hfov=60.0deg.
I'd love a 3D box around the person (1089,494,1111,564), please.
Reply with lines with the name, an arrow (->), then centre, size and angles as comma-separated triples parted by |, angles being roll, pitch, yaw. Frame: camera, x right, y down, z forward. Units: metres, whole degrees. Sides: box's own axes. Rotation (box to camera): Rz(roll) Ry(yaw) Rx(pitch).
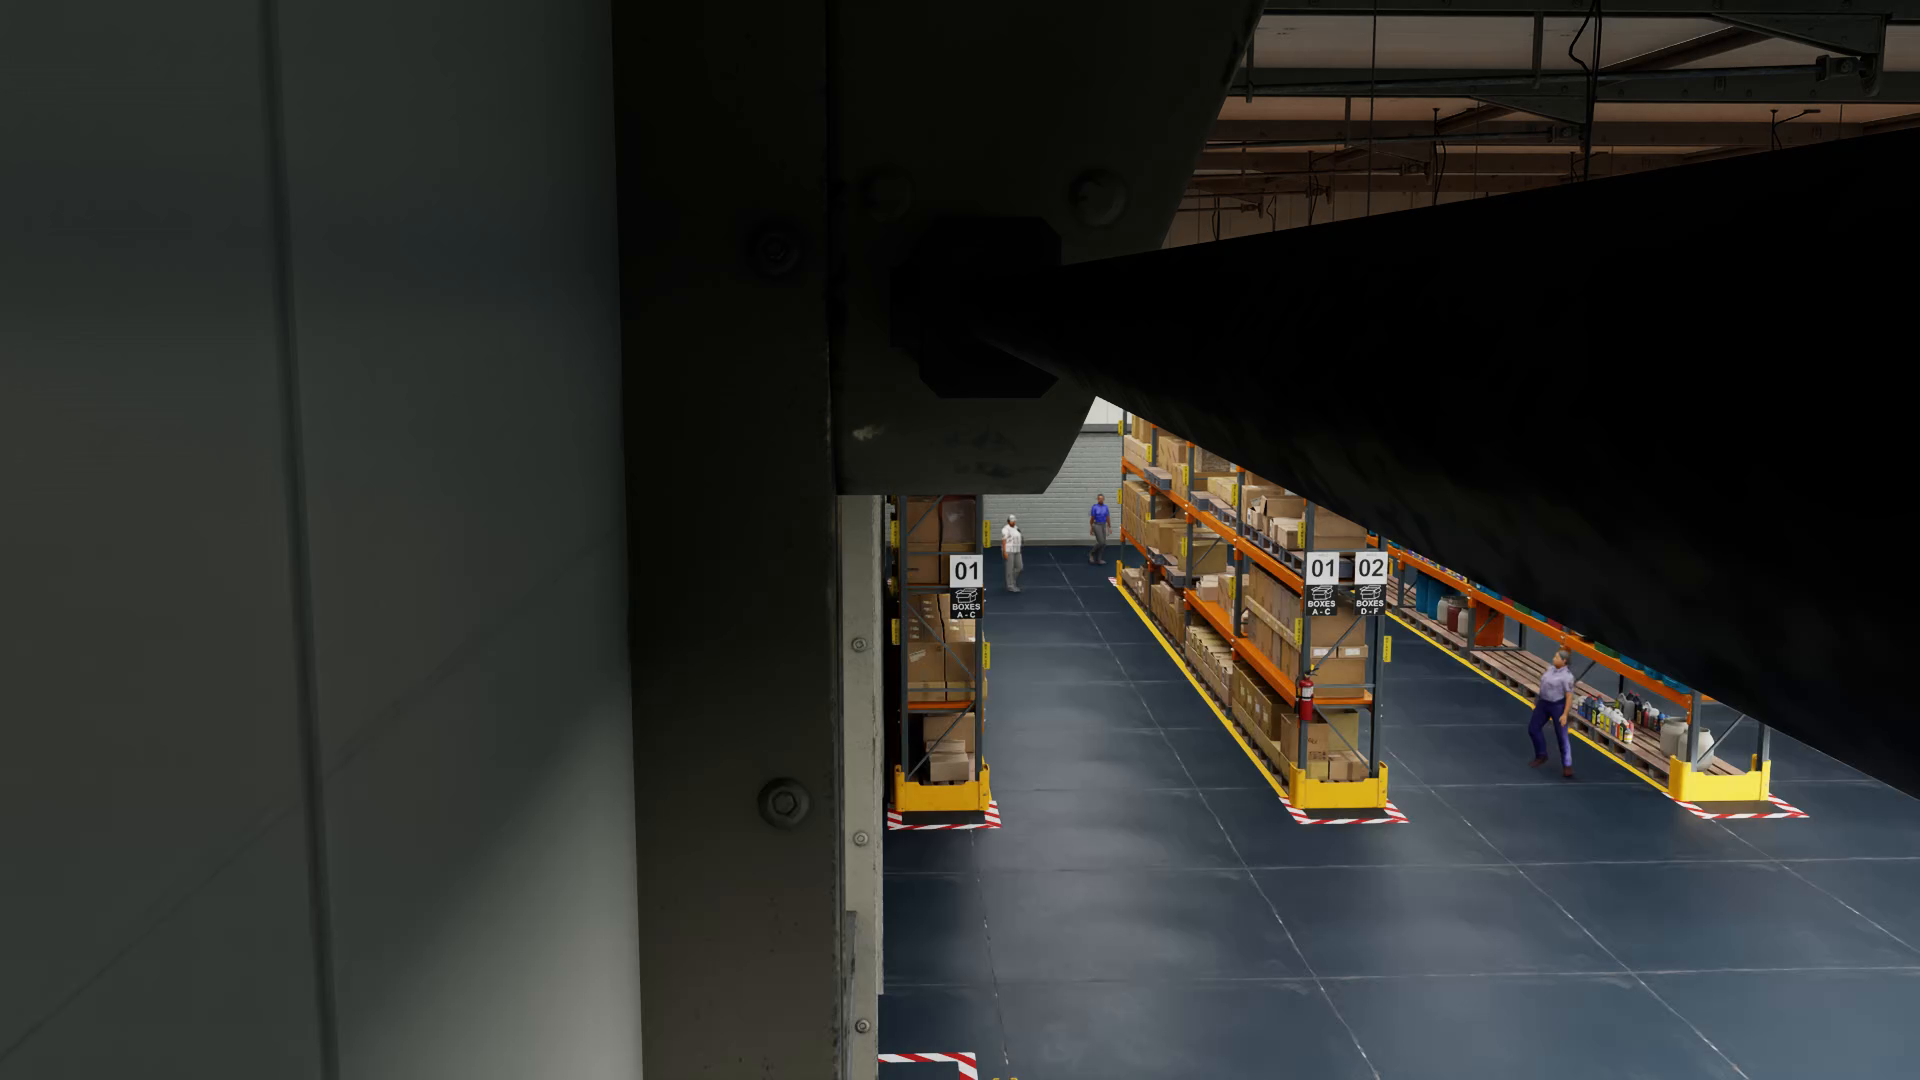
person -> 3.294, -0.264, 39.053 | 0.449, 1.654, 0.452 | 7, 11, 40

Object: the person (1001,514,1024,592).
person -> 1.125, 0.288, 35.598 | 0.415, 1.695, 0.561 | 7, 11, 38

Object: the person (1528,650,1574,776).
person -> 7.912, 2.288, 22.132 | 0.359, 1.684, 0.646 | -5, 10, -33
